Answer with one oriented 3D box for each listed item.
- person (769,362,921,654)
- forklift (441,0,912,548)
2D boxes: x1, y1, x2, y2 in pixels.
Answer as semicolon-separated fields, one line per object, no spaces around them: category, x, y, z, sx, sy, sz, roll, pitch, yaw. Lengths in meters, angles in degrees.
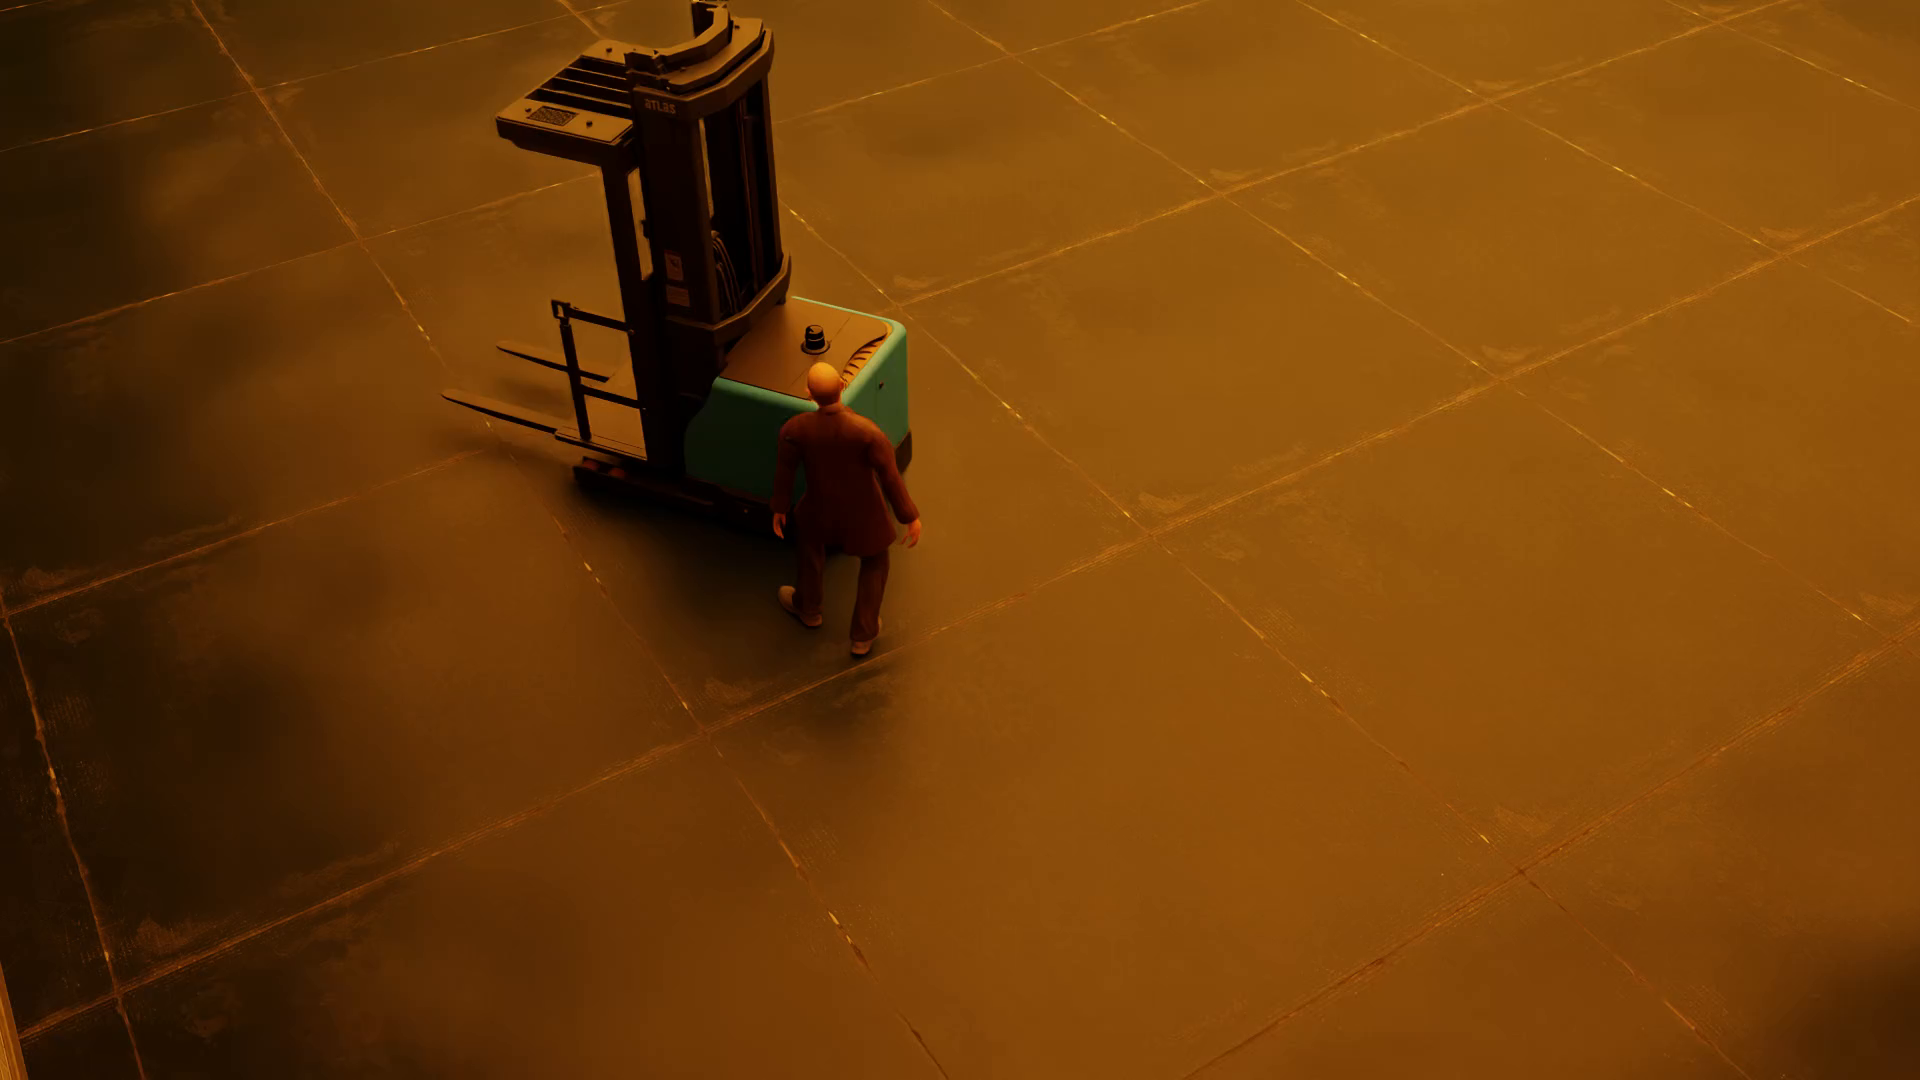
person;-0.643;-0.157;9.002;0.932;1.749;0.529;12;43;14
forklift;-1.870;-1.693;9.808;3.031;2.935;1.130;16;44;17
